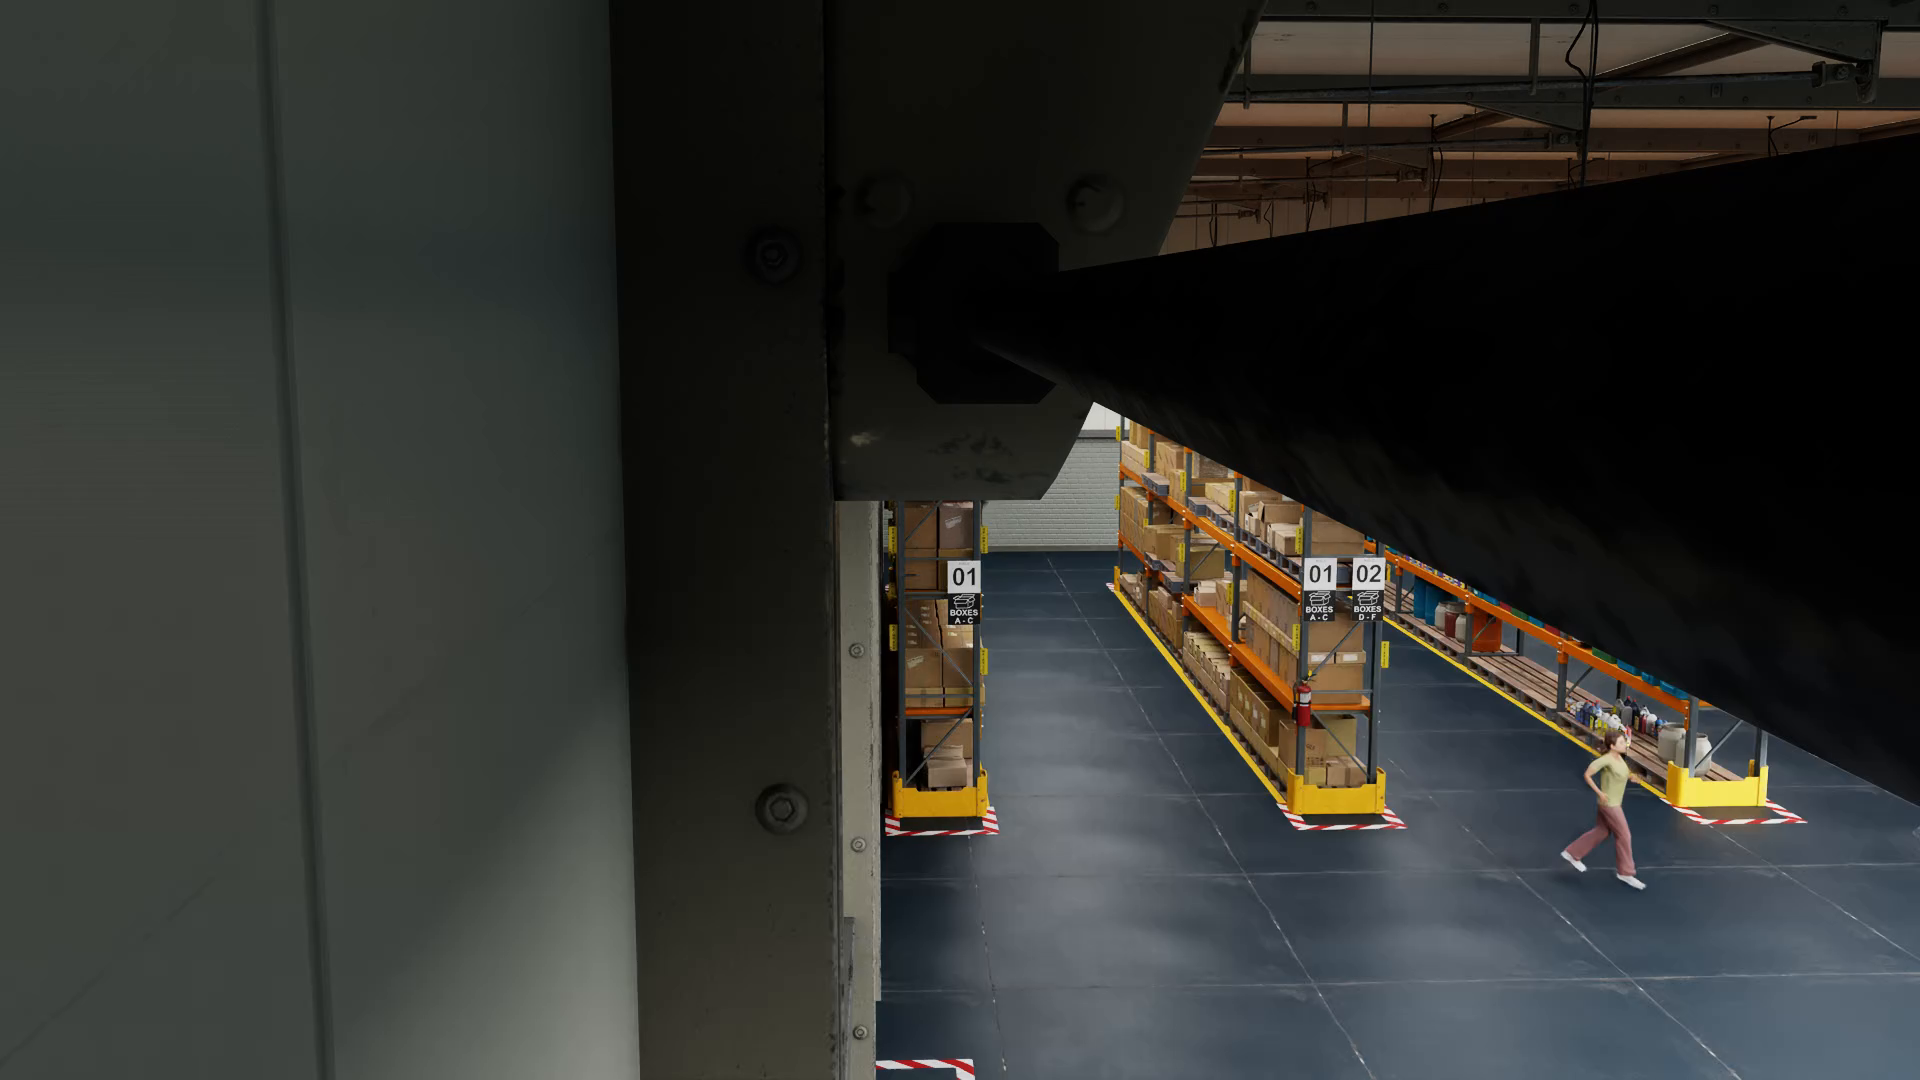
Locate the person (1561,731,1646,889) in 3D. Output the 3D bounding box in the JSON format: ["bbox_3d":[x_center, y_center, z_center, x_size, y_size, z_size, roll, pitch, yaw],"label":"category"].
[{"bbox_3d":[7.078,2.900,18.182,0.894,1.693,0.558,5,10,30],"label":"person"}]
